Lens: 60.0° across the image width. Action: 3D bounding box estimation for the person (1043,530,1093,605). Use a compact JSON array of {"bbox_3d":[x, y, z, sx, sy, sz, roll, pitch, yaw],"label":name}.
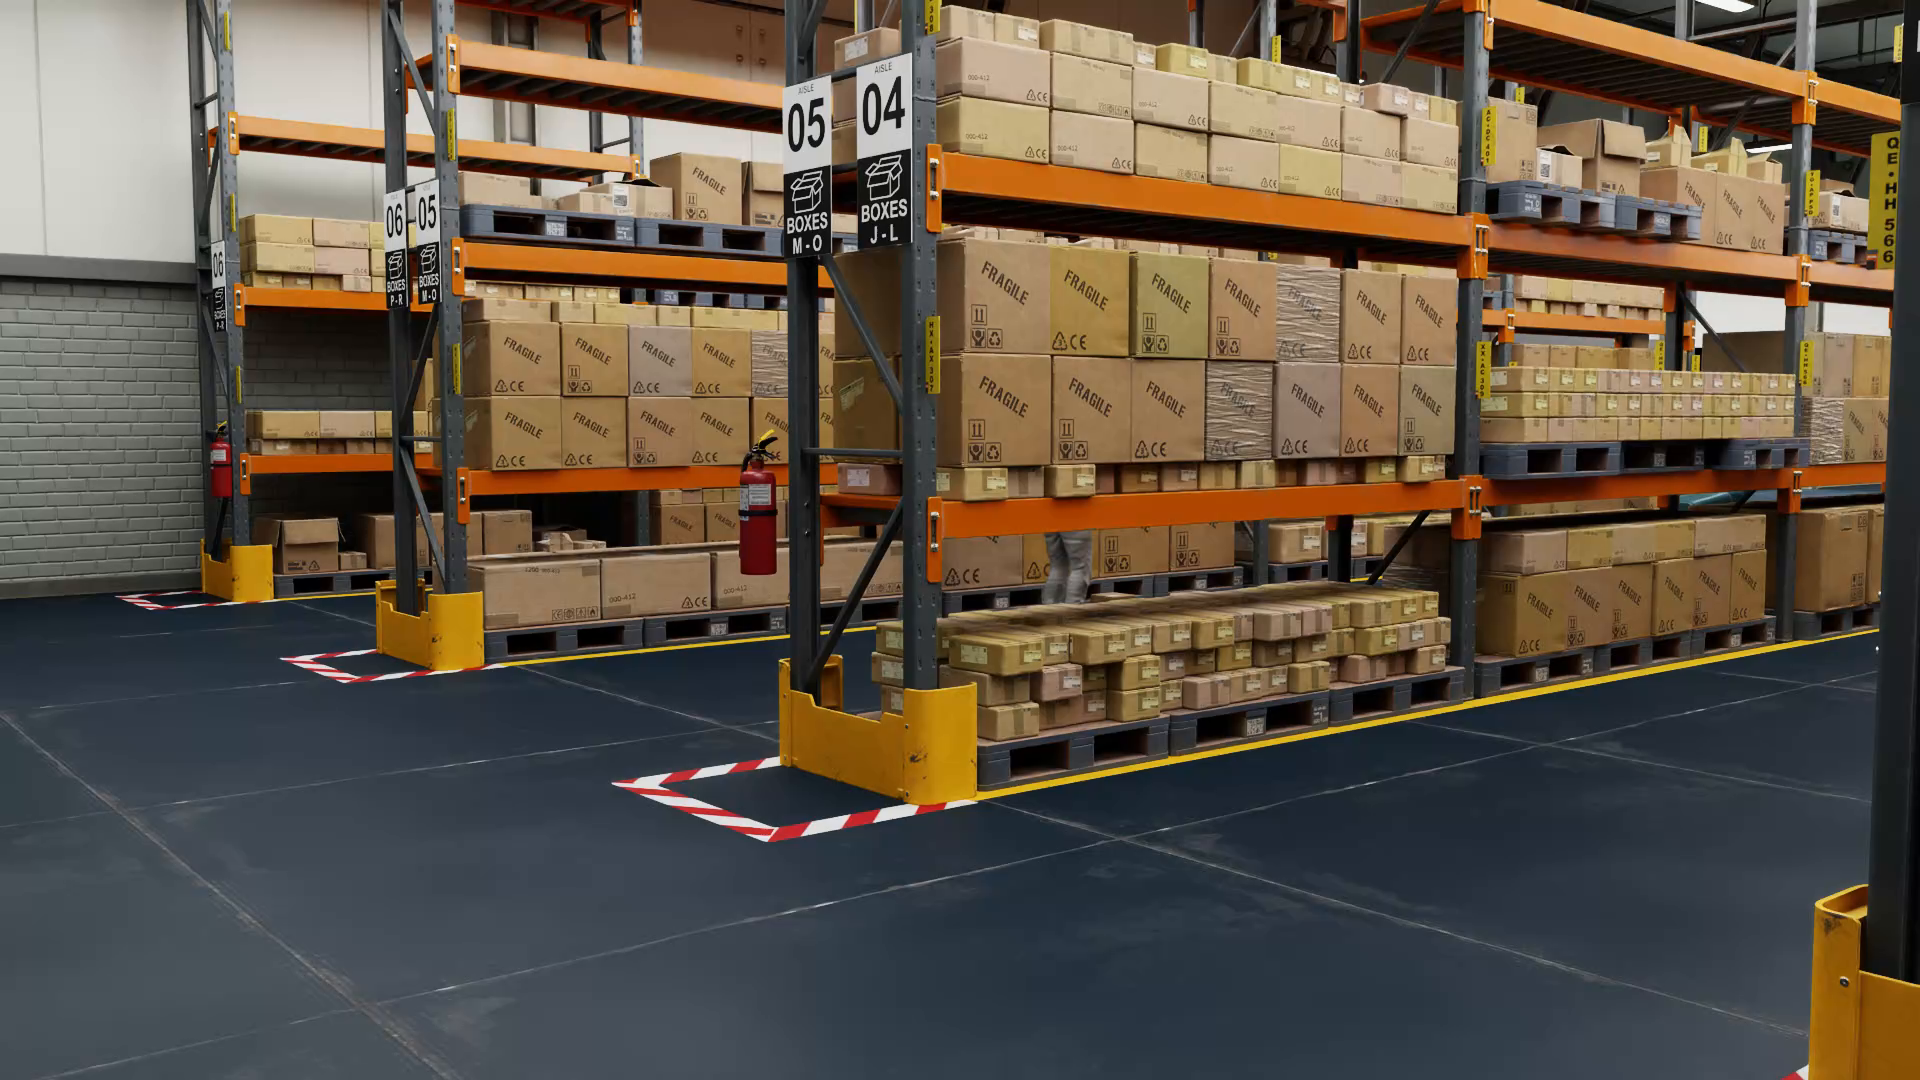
[{"bbox_3d":[0.835,-0.116,12.852,0.390,1.670,0.468,-3,6,-37],"label":"person"}]
